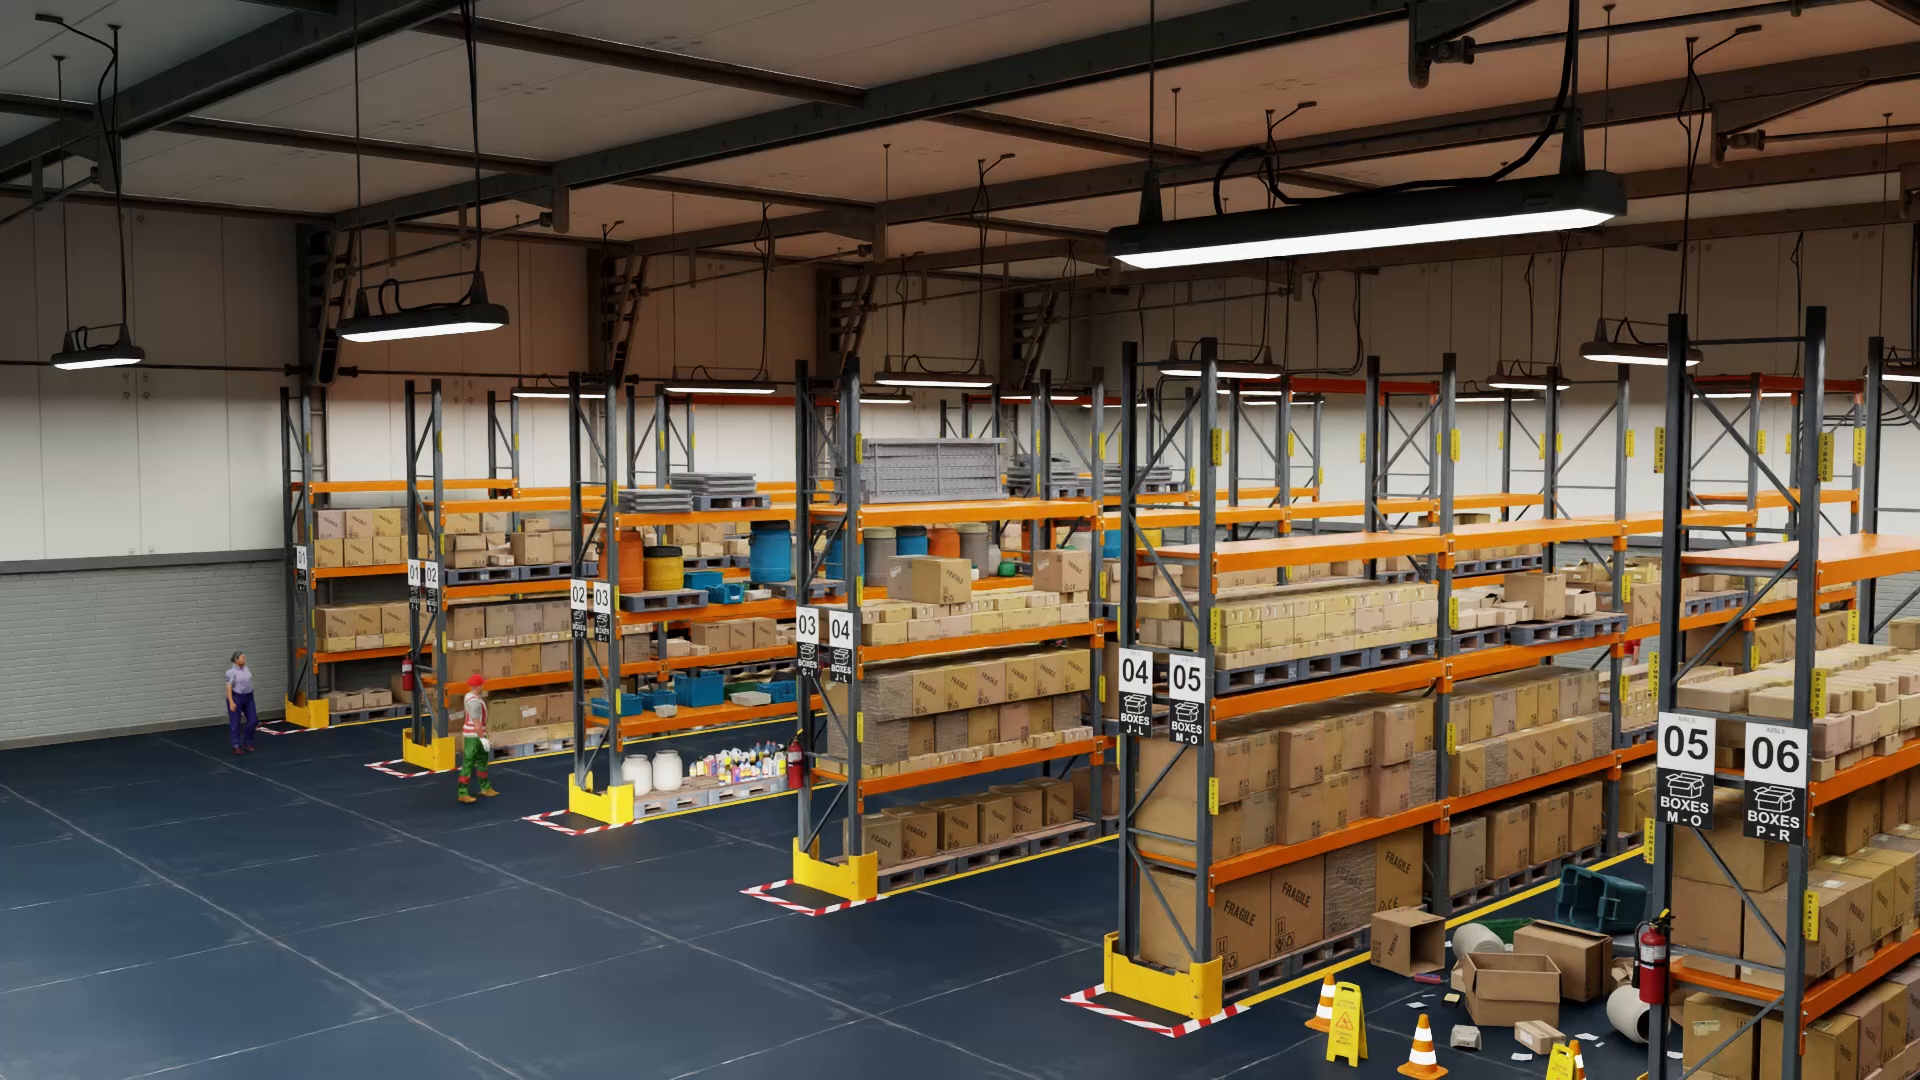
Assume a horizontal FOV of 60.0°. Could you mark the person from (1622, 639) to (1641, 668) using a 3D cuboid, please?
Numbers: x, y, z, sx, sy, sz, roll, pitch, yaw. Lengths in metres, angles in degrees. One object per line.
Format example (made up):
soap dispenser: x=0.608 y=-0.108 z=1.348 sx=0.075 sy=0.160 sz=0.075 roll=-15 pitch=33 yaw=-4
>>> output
person: x=12.582 y=2.300 z=31.333 sx=0.461 sy=1.737 sz=0.598 roll=0 pitch=4 yaw=-1

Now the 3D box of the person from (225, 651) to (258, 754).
person: x=-11.674 y=2.664 z=26.973 sx=0.389 sy=1.709 sz=0.529 roll=2 pitch=4 yaw=33

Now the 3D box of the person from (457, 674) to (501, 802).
person: x=-6.808 y=2.786 z=23.477 sx=0.524 sy=1.820 sz=0.672 roll=0 pitch=4 yaw=-6
